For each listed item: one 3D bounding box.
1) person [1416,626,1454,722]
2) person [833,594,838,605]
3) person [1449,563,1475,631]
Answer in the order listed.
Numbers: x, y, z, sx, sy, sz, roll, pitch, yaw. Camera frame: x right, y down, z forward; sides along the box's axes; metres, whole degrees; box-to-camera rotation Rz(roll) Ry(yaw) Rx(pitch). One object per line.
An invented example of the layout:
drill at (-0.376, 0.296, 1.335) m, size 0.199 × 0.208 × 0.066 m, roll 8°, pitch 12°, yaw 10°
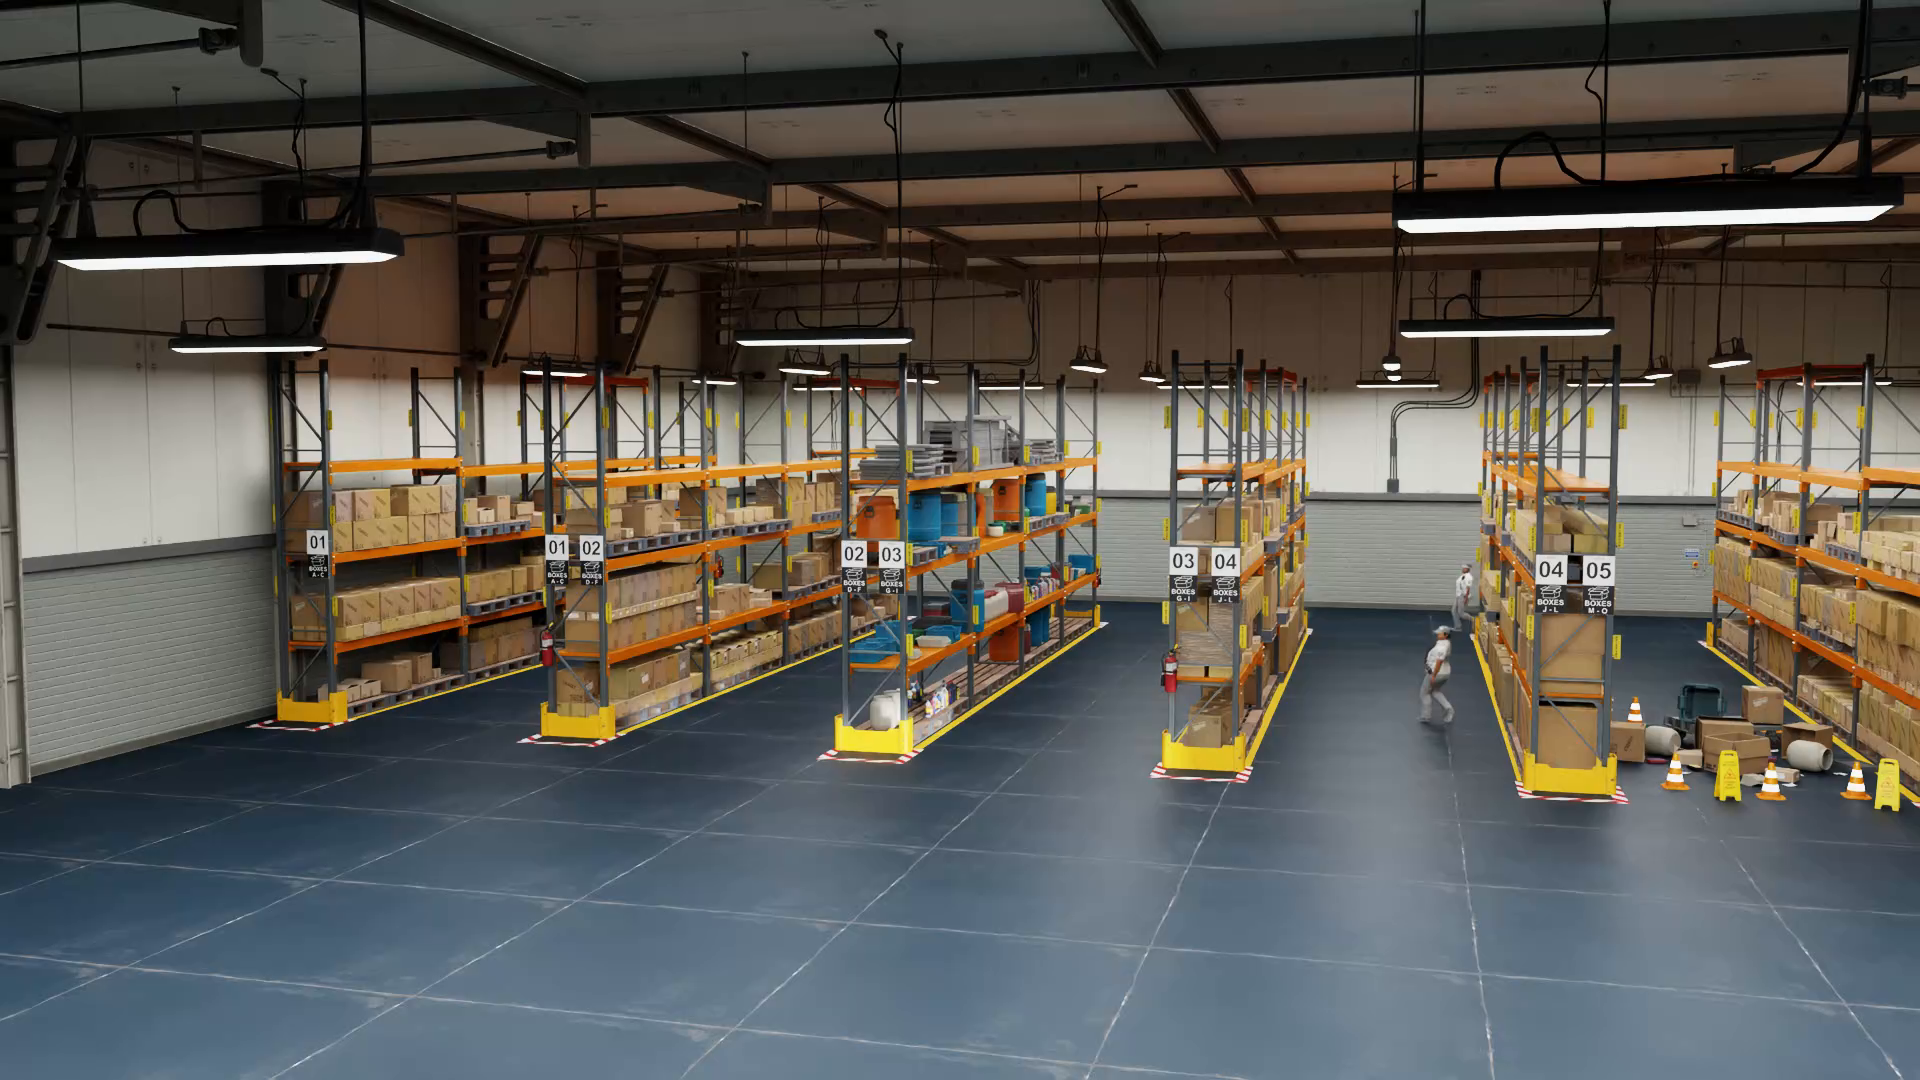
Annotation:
person at (7.848, 2.226, 27.544) m, size 0.623 × 1.625 × 0.504 m, roll 4°, pitch 6°, yaw 43°
person at (-3.206, 0.966, 44.597) m, size 0.663 × 1.831 × 0.815 m, roll 1°, pitch 4°, yaw 17°
person at (11.876, 1.346, 39.161) m, size 0.634 × 1.636 × 0.554 m, roll 0°, pitch 4°, yaw 4°
